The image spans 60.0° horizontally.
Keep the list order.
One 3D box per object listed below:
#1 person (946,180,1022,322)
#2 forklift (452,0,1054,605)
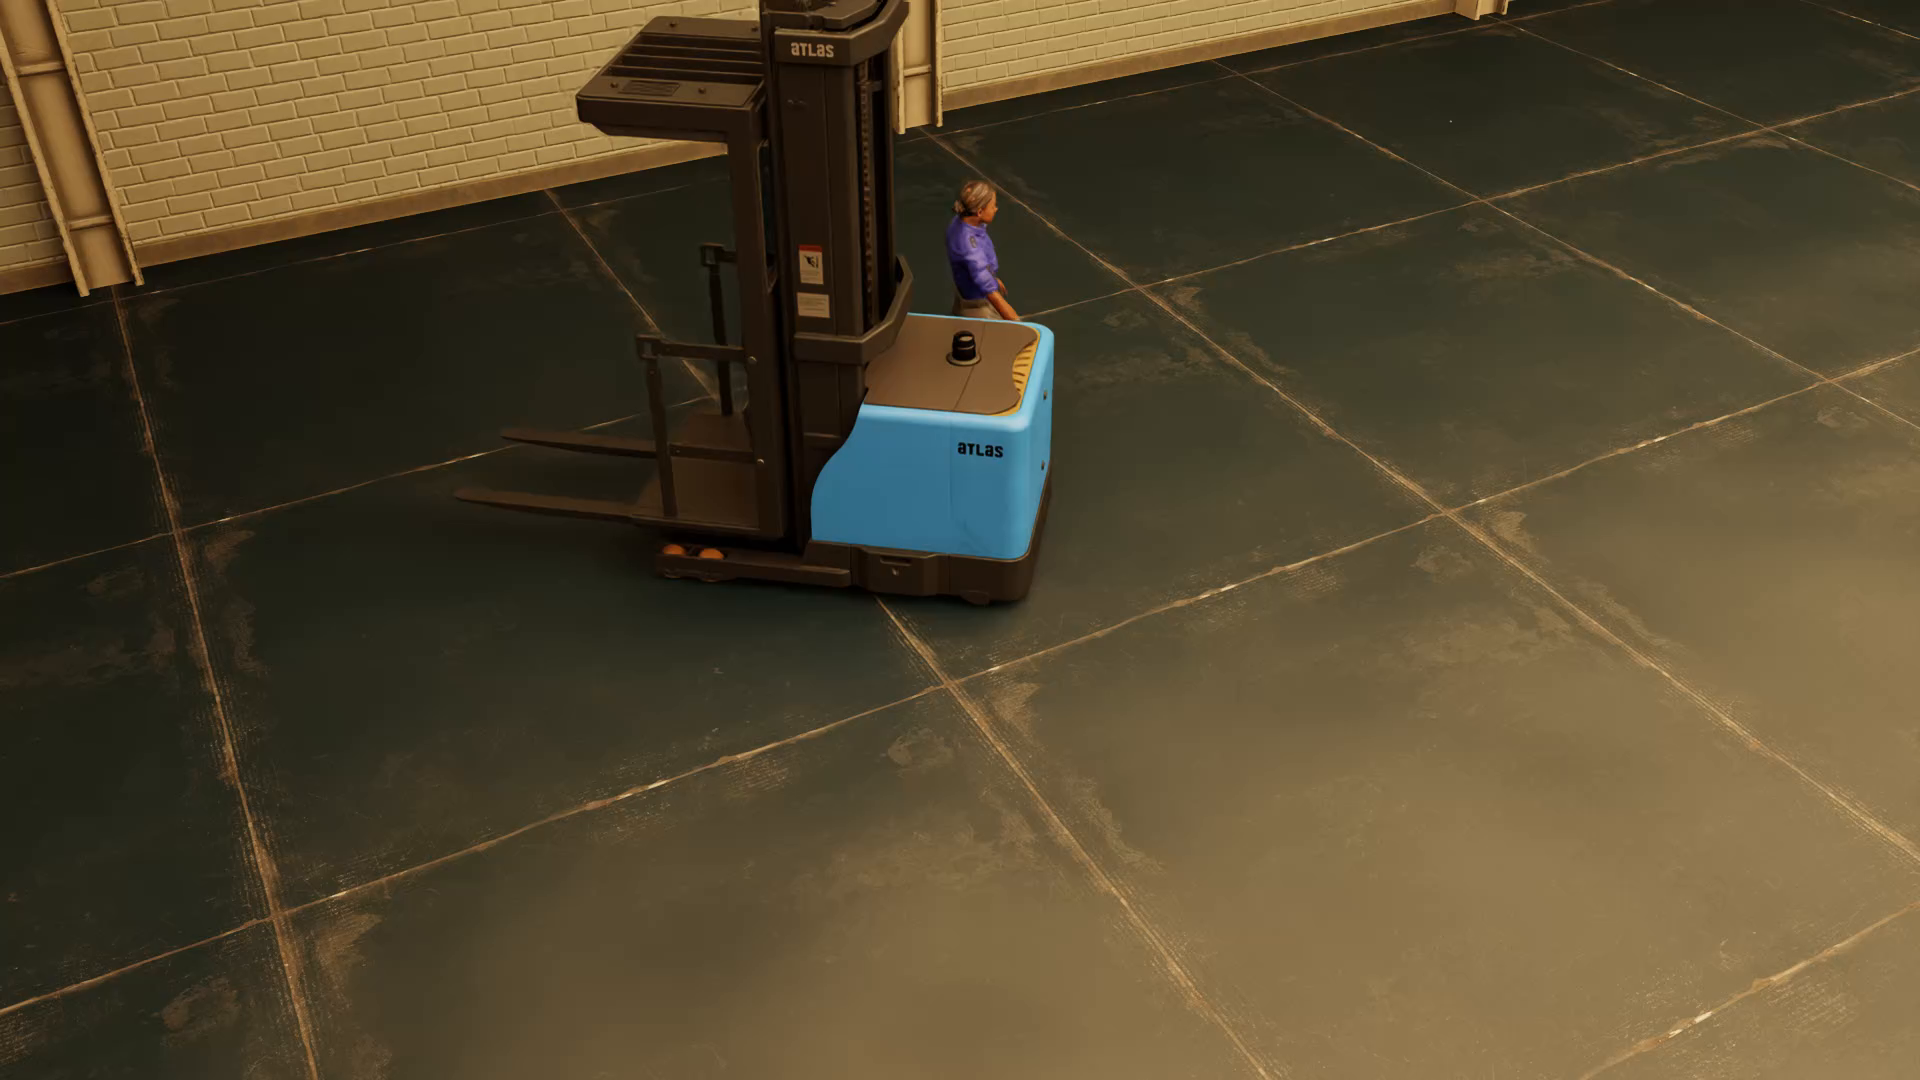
[{"bbox_3d":[0.170,-1.225,9.105,0.481,1.589,0.736,-3,35,-5],"label":"person"},{"bbox_3d":[-1.081,-1.279,7.933,3.031,2.935,1.130,6,36,8],"label":"forklift"}]
